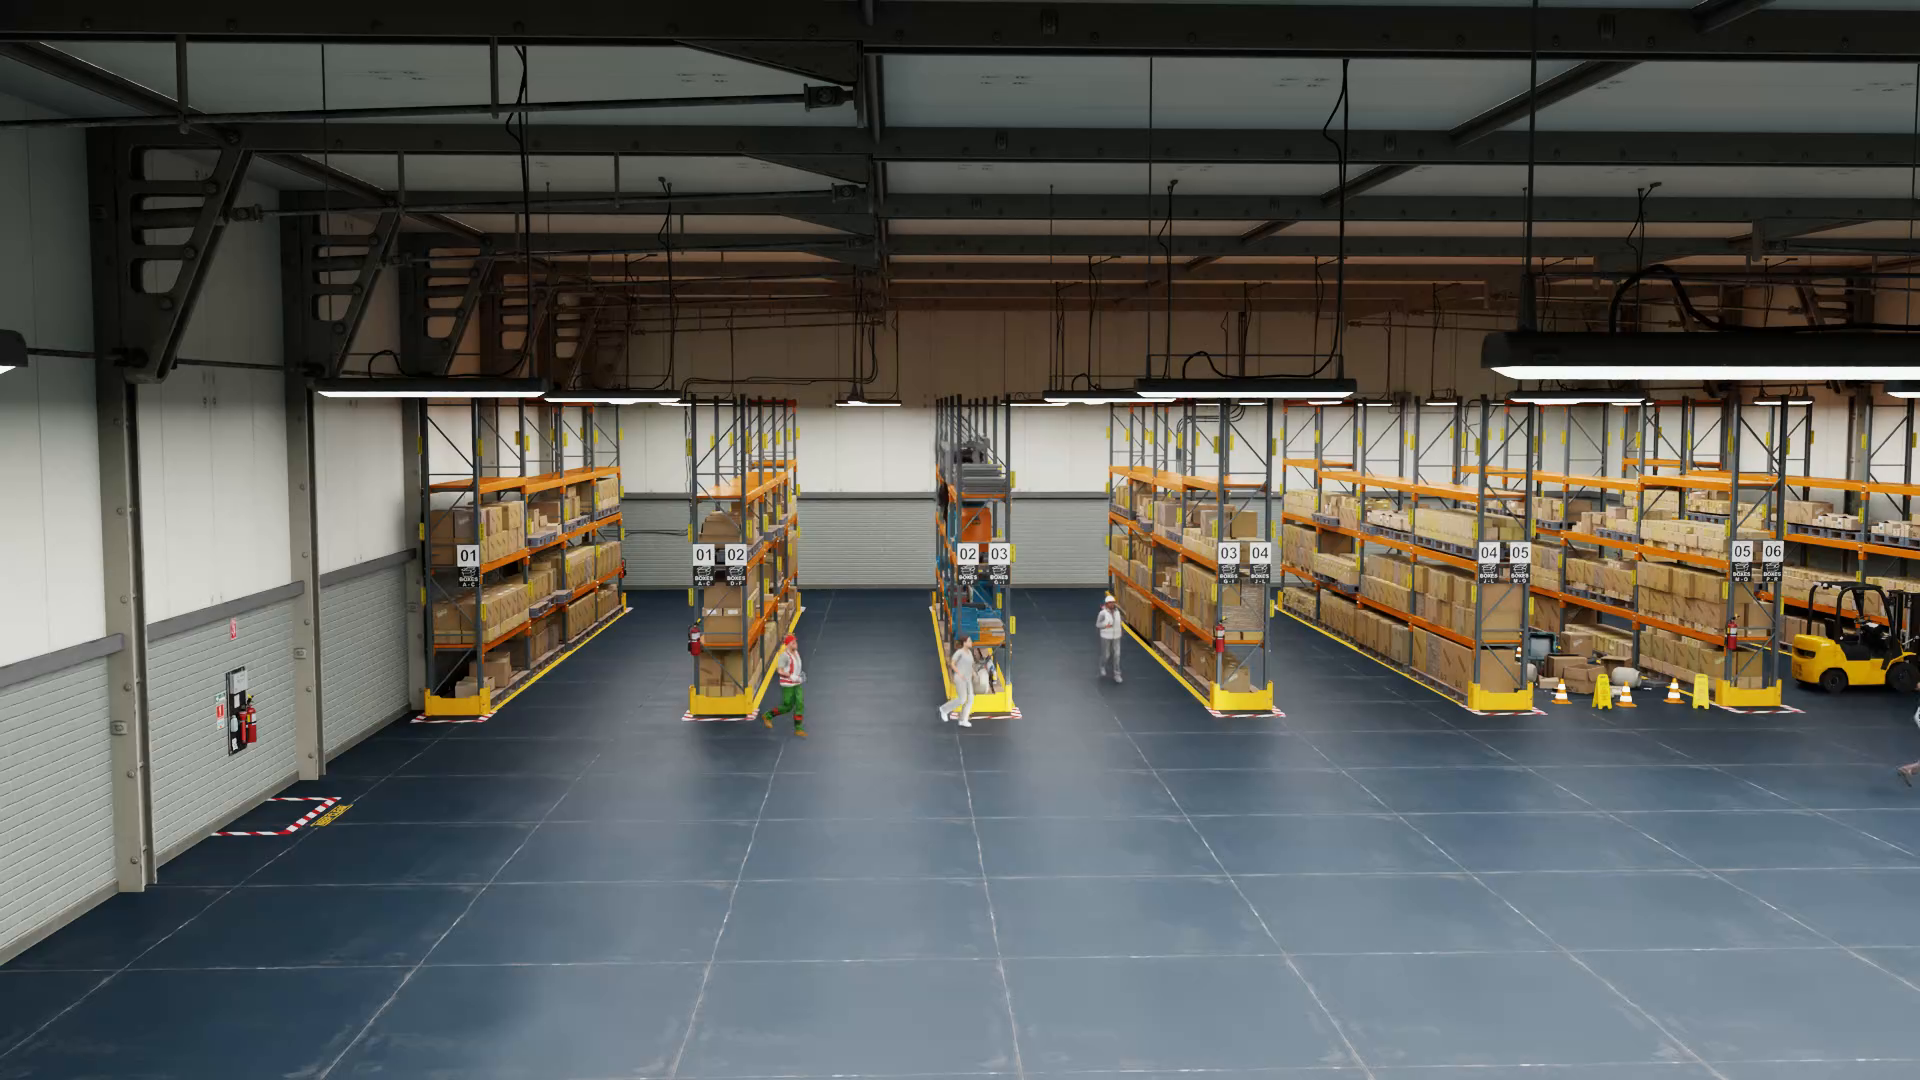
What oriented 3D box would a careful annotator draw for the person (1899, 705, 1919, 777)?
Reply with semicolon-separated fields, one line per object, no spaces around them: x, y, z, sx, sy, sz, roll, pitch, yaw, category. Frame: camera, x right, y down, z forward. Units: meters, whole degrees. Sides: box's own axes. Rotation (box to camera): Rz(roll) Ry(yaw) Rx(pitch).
14.265;3.027;24.551;0.700;1.412;0.445;3;6;37;person

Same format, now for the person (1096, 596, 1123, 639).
3.181;1.620;34.930;0.657;0.889;0.635;-1;5;-16;person

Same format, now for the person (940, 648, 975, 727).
0.046;2.652;30.242;0.689;1.379;0.613;3;6;36;person

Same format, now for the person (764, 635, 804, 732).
-3.054;2.514;29.207;0.699;1.711;0.664;2;5;26;person
